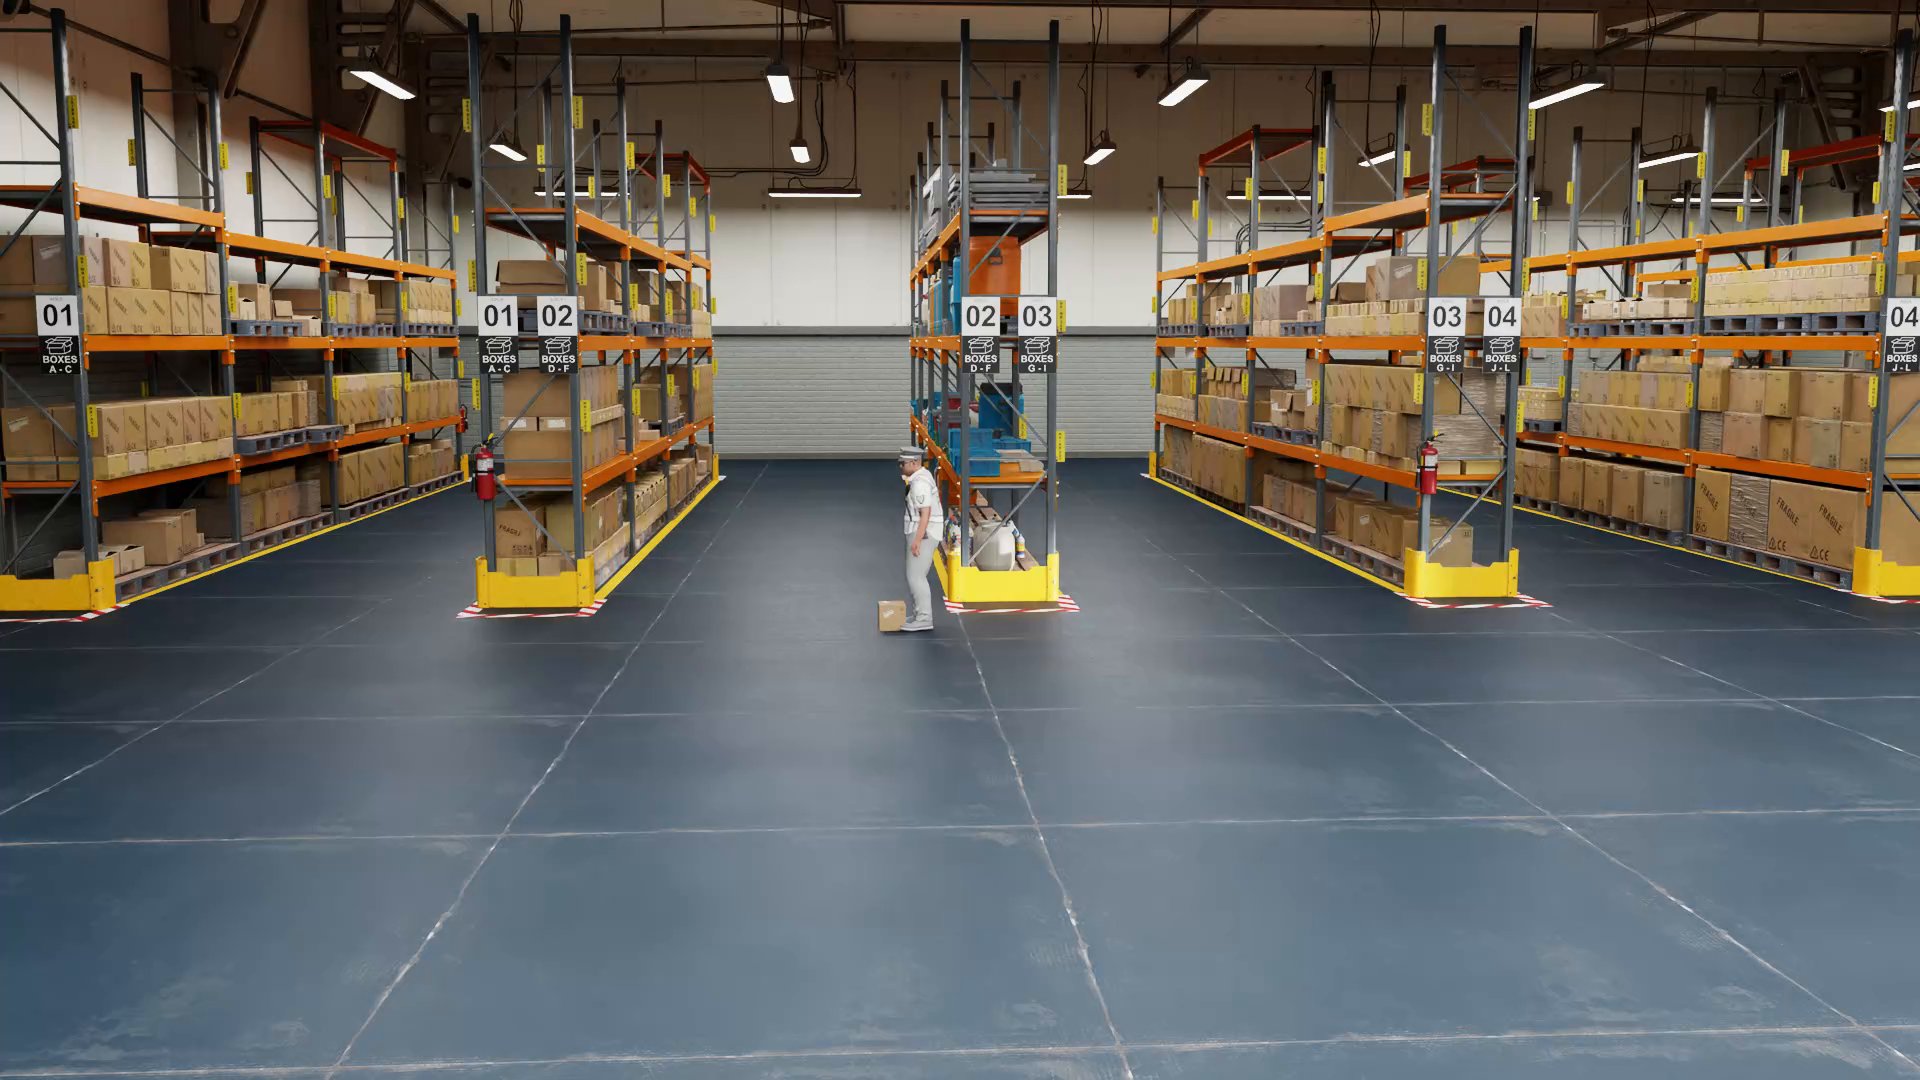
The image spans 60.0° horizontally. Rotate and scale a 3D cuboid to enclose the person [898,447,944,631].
[{"bbox_3d":[-0.379,-0.022,15.897,0.436,1.747,0.584,-1,7,-5],"label":"person"}]
